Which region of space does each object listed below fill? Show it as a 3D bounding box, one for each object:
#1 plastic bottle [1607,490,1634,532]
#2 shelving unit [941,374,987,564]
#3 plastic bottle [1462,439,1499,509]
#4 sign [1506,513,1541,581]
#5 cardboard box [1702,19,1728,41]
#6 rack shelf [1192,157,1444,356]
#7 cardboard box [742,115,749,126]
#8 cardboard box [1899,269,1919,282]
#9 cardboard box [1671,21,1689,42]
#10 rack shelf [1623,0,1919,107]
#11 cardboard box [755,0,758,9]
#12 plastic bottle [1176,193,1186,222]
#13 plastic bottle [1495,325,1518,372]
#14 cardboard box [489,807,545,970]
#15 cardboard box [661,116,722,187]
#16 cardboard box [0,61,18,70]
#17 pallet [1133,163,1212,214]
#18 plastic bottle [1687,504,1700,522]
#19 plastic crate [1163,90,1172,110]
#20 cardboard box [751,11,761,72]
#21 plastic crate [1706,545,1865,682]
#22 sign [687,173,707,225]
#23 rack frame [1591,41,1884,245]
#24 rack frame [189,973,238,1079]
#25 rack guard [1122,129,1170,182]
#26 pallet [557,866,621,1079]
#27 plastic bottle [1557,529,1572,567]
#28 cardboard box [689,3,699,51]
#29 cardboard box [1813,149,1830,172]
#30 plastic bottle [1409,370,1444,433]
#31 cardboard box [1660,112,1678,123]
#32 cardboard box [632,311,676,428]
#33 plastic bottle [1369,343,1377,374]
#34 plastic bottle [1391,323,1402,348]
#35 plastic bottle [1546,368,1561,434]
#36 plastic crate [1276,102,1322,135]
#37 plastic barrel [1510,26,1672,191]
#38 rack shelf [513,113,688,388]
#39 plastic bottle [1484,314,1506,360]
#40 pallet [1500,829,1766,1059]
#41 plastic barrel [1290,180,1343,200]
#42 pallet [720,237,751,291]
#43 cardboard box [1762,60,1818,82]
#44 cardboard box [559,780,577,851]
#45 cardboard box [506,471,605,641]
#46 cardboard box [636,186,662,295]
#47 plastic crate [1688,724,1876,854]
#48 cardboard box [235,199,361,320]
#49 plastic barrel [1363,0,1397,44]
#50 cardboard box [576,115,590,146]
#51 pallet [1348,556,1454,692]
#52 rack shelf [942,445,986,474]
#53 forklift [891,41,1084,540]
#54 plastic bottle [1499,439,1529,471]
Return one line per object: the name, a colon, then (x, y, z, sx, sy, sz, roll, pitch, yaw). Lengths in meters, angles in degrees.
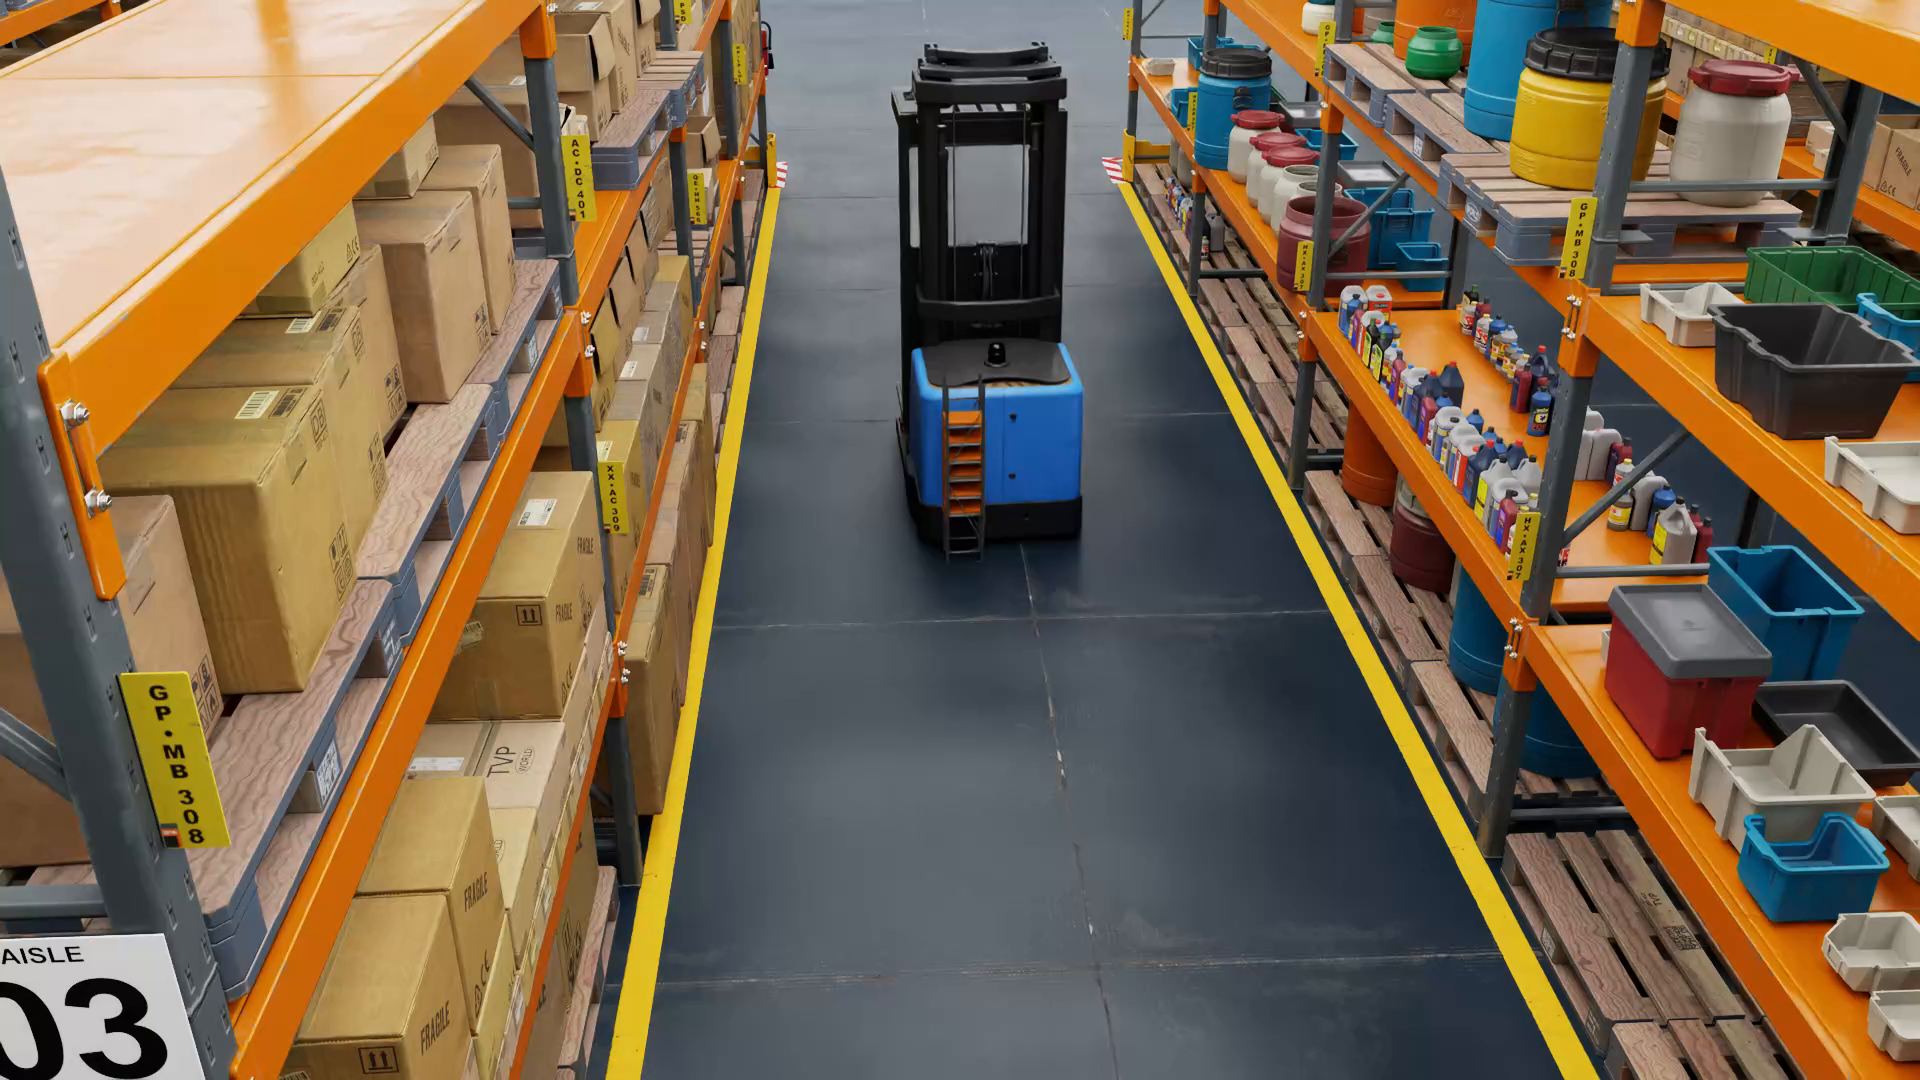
plastic bottle: (3.185, -0.152, 8.012, 0.097, 0.201, 0.097, 0, 28, 0)
shelving unit: (0.023, -0.429, 10.275, 0.258, 1.200, 0.189, -3, 28, -5)
plastic bottle: (2.587, -0.339, 8.211, 0.144, 0.351, 0.185, -1, 28, -3)
sign: (2.422, 0.030, 7.149, 0.100, 0.325, 0.005, -1, 28, -3)
cardboard box: (7.418, -4.961, 15.507, 0.700, 0.500, 0.500, -1, 28, -3)
rack shelf: (2.658, -2.311, 12.716, 1.077, 0.370, 4.000, -1, 28, -3)
cardboard box: (-2.139, -3.892, 15.240, 0.380, 0.149, 0.250, -1, 28, -3)
cardboard box: (7.355, -1.981, 13.217, 0.500, 0.311, 0.500, -1, 28, -1)
cardboard box: (7.176, -4.955, 16.196, 0.380, 0.149, 0.250, -1, 28, -2)
rack shelf: (3.076, -1.099, 4.337, 1.077, 0.370, 4.000, -1, 28, -3)
cardboard box: (-2.326, -5.653, 16.834, 0.500, 0.500, 0.500, -1, 28, -3)
plastic bottle: (2.162, -3.244, 16.200, 0.097, 0.271, 0.097, 0, 28, 0)
plastic bottle: (3.230, -1.133, 9.818, 0.097, 0.271, 0.097, 0, 28, 0)
cardboard box: (-1.610, 1.101, 5.236, 0.500, 0.250, 0.500, -2, 28, -4)
cardboard box: (-2.210, -2.868, 12.439, 0.797, 0.503, 0.637, 1, 28, 3)
cardboard box: (-7.290, -3.382, 12.802, 0.700, 0.500, 0.500, -2, 28, -3)
pallet: (2.433, -3.755, 17.722, 1.003, 0.211, 1.213, -1, 28, -3)
plastic bottle: (3.371, -0.049, 7.726, 0.061, 0.283, 0.133, -1, 28, -3)
plastic crate: (2.216, -4.181, 15.807, 0.530, 0.136, 0.437, -1, 28, -3)
cardboard box: (-2.454, -4.975, 16.615, 0.875, 0.500, 0.500, -1, 28, -3)
plastic crate: (3.336, 0.328, 6.829, 0.392, 0.384, 0.575, -1, 28, -3)
sign: (-1.630, -2.115, 10.310, 0.100, 0.325, 0.005, -1, 28, -3)
rack frame: (2.971, -2.519, 5.849, 1.000, 3.000, 0.127, -1, 28, -3)
rack frame: (-1.766, 2.107, 3.466, 1.000, 3.000, 0.127, -1, 28, -3)
rack guard: (2.396, -4.259, 18.375, 1.175, 0.500, 0.348, -1, 28, -3)
pallet: (-2.013, 1.850, 6.975, 1.003, 0.211, 1.213, -1, 28, -3)
plastic bottle: (2.752, 0.043, 7.639, 0.097, 0.201, 0.097, 0, 28, 0)
cardboard box: (-1.980, -3.311, 10.773, 0.500, 0.250, 0.500, -1, 28, -1)
cardboard box: (7.343, -3.146, 13.810, 0.380, 0.149, 0.250, -1, 28, -3)
plastic bottle: (2.539, -0.763, 9.022, 0.144, 0.351, 0.185, -1, 28, -3)
cardboard box: (7.164, -4.104, 17.084, 0.500, 0.500, 0.500, -1, 28, -3)
cardboard box: (-1.860, -0.939, 9.199, 0.500, 0.500, 0.500, -2, 28, -4)
plastic bottle: (2.472, -1.081, 9.795, 0.097, 0.201, 0.097, 0, 28, 0)
plastic bottle: (2.610, -1.209, 10.039, 0.097, 0.201, 0.097, 0, 28, 0)
plastic bottle: (3.253, -0.759, 9.015, 0.144, 0.351, 0.185, -1, 28, -3)
plastic crate: (2.885, -3.366, 13.891, 0.402, 0.464, 0.583, -1, 28, -3)
plastic barrel: (2.721, -1.876, 7.201, 0.600, 0.588, 0.600, 0, 28, 0)
rack shelf: (-2.079, -1.674, 8.251, 1.077, 0.370, 4.000, -1, 28, -3)
plastic bottle: (3.220, -1.223, 9.990, 0.097, 0.271, 0.097, 0, 28, 0)
pallet: (3.049, 1.716, 7.232, 1.003, 0.211, 1.213, -1, 28, -3)
plastic barrel: (2.496, -2.226, 11.654, 0.421, 0.512, 0.421, 0, 28, 0)
pallet: (-2.463, -2.507, 15.329, 1.003, 0.211, 1.213, -1, 28, -3)
cardboard box: (7.272, -4.124, 14.604, 0.380, 0.149, 0.250, -1, 28, -3)
cardboard box: (-1.578, 0.980, 5.900, 0.380, 0.149, 0.250, -1, 28, -2)
cardboard box: (-1.684, 0.068, 6.405, 0.500, 0.500, 0.500, -1, 28, -1)
cardboard box: (-2.162, -1.738, 9.646, 0.797, 0.503, 0.637, 0, 28, -1)
plastic crate: (2.867, 0.876, 5.890, 0.437, 0.282, 0.530, -1, 28, -3)
cardboard box: (-1.861, -0.763, 4.244, 0.500, 0.250, 0.500, -2, 28, -4)
plastic barrel: (2.936, -3.643, 10.706, 0.600, 0.901, 0.600, 0, 28, 0)
cardboard box: (-1.903, -1.836, 7.600, 0.380, 0.149, 0.250, -2, 28, -5)
pallet: (2.906, 0.455, 9.650, 1.003, 0.211, 1.213, -1, 28, -3)
rack shelf: (0.023, -0.496, 10.240, 0.258, 0.103, 0.180, -3, 28, -5)
forklift: (0.120, -1.951, 11.321, 1.130, 2.935, 3.031, -3, 28, -5)
plastic bottle: (2.731, -0.343, 8.217, 0.144, 0.351, 0.185, -1, 28, -3)
